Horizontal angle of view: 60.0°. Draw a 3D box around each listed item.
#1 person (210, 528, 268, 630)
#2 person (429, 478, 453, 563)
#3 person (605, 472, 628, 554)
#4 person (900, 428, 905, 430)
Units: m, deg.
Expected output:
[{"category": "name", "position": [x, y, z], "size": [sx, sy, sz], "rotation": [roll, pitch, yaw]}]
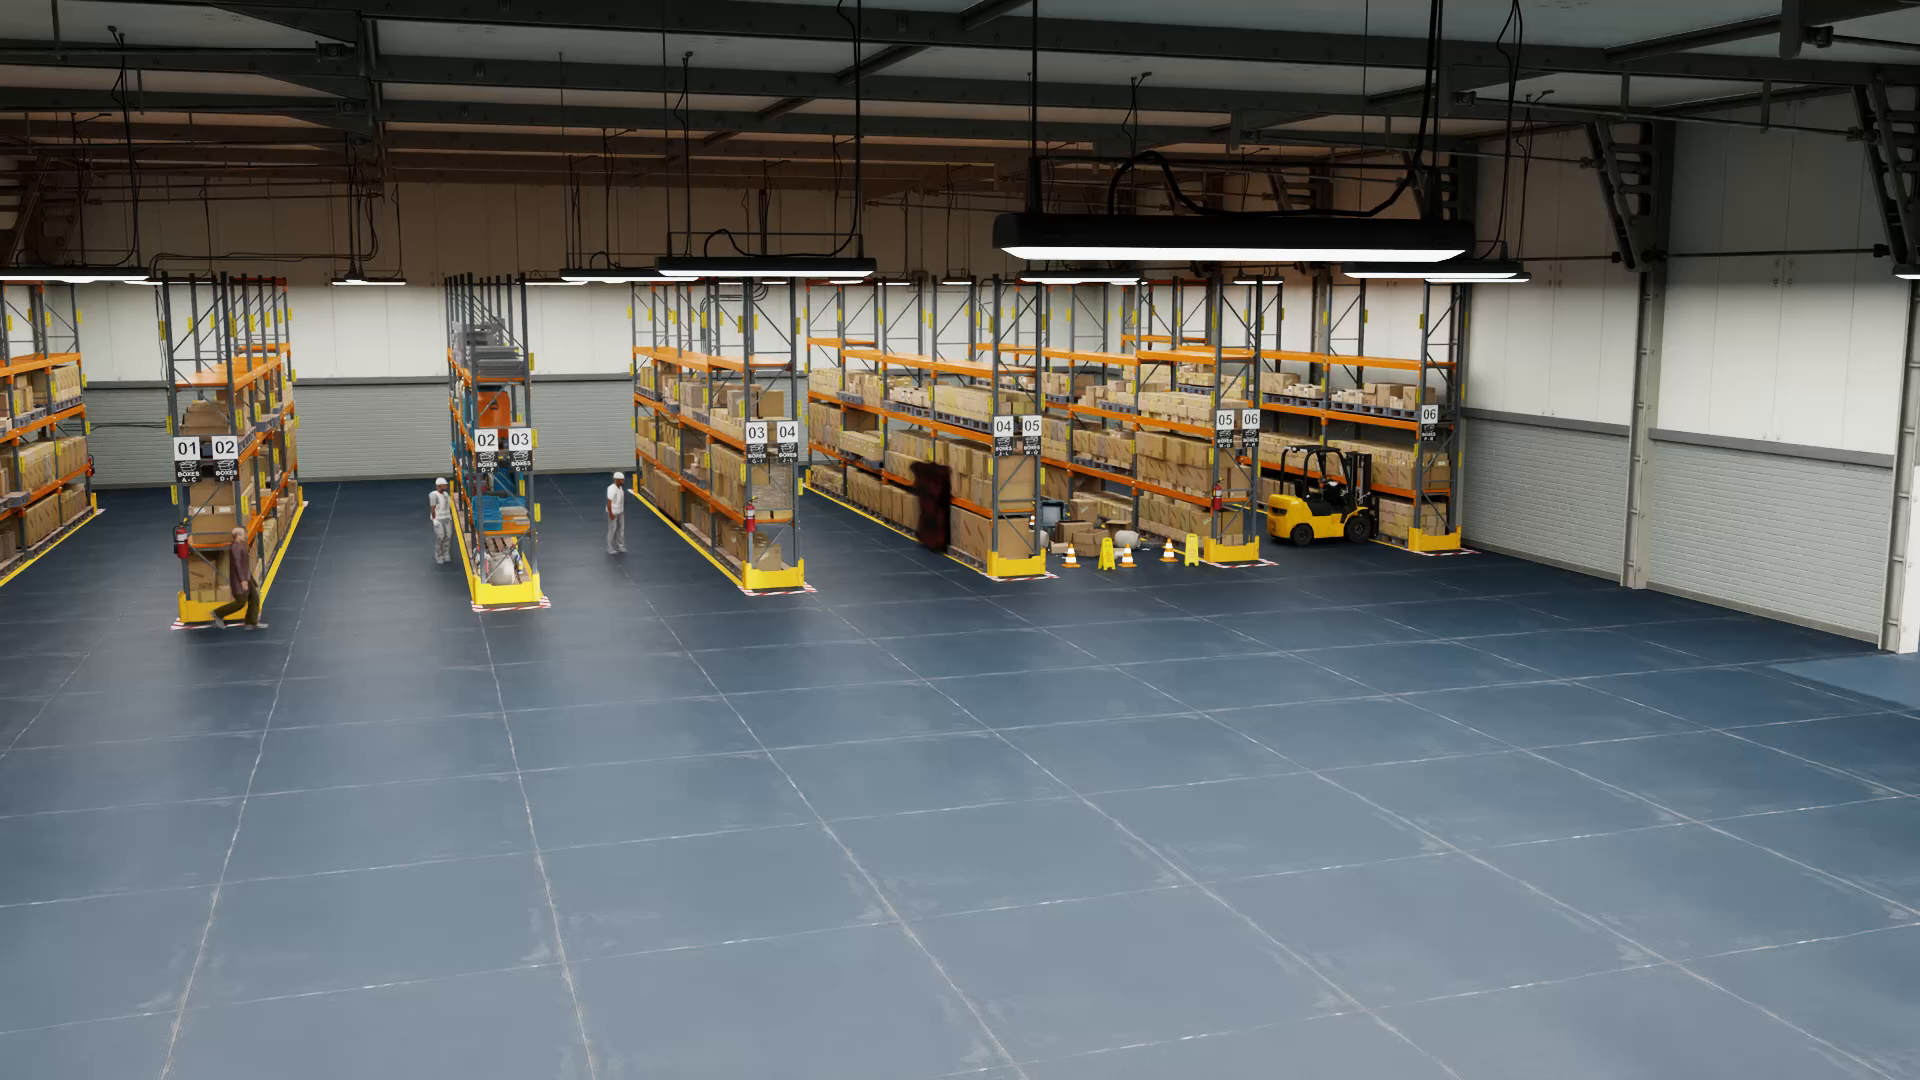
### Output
[{"category": "person", "position": [-12.126, 0.660, 27.888], "size": [0.865, 1.740, 0.577], "rotation": [0, 9, -3]}, {"category": "person", "position": [-10.925, -0.400, 35.097], "size": [0.447, 1.838, 0.563], "rotation": [6, 11, 36]}, {"category": "person", "position": [-7.479, -0.591, 36.163], "size": [0.432, 1.780, 0.614], "rotation": [4, 10, 27]}, {"category": "person", "position": [-1.623, -2.297, 47.375], "size": [0.401, 1.772, 0.618], "rotation": [-3, 9, -21]}]
